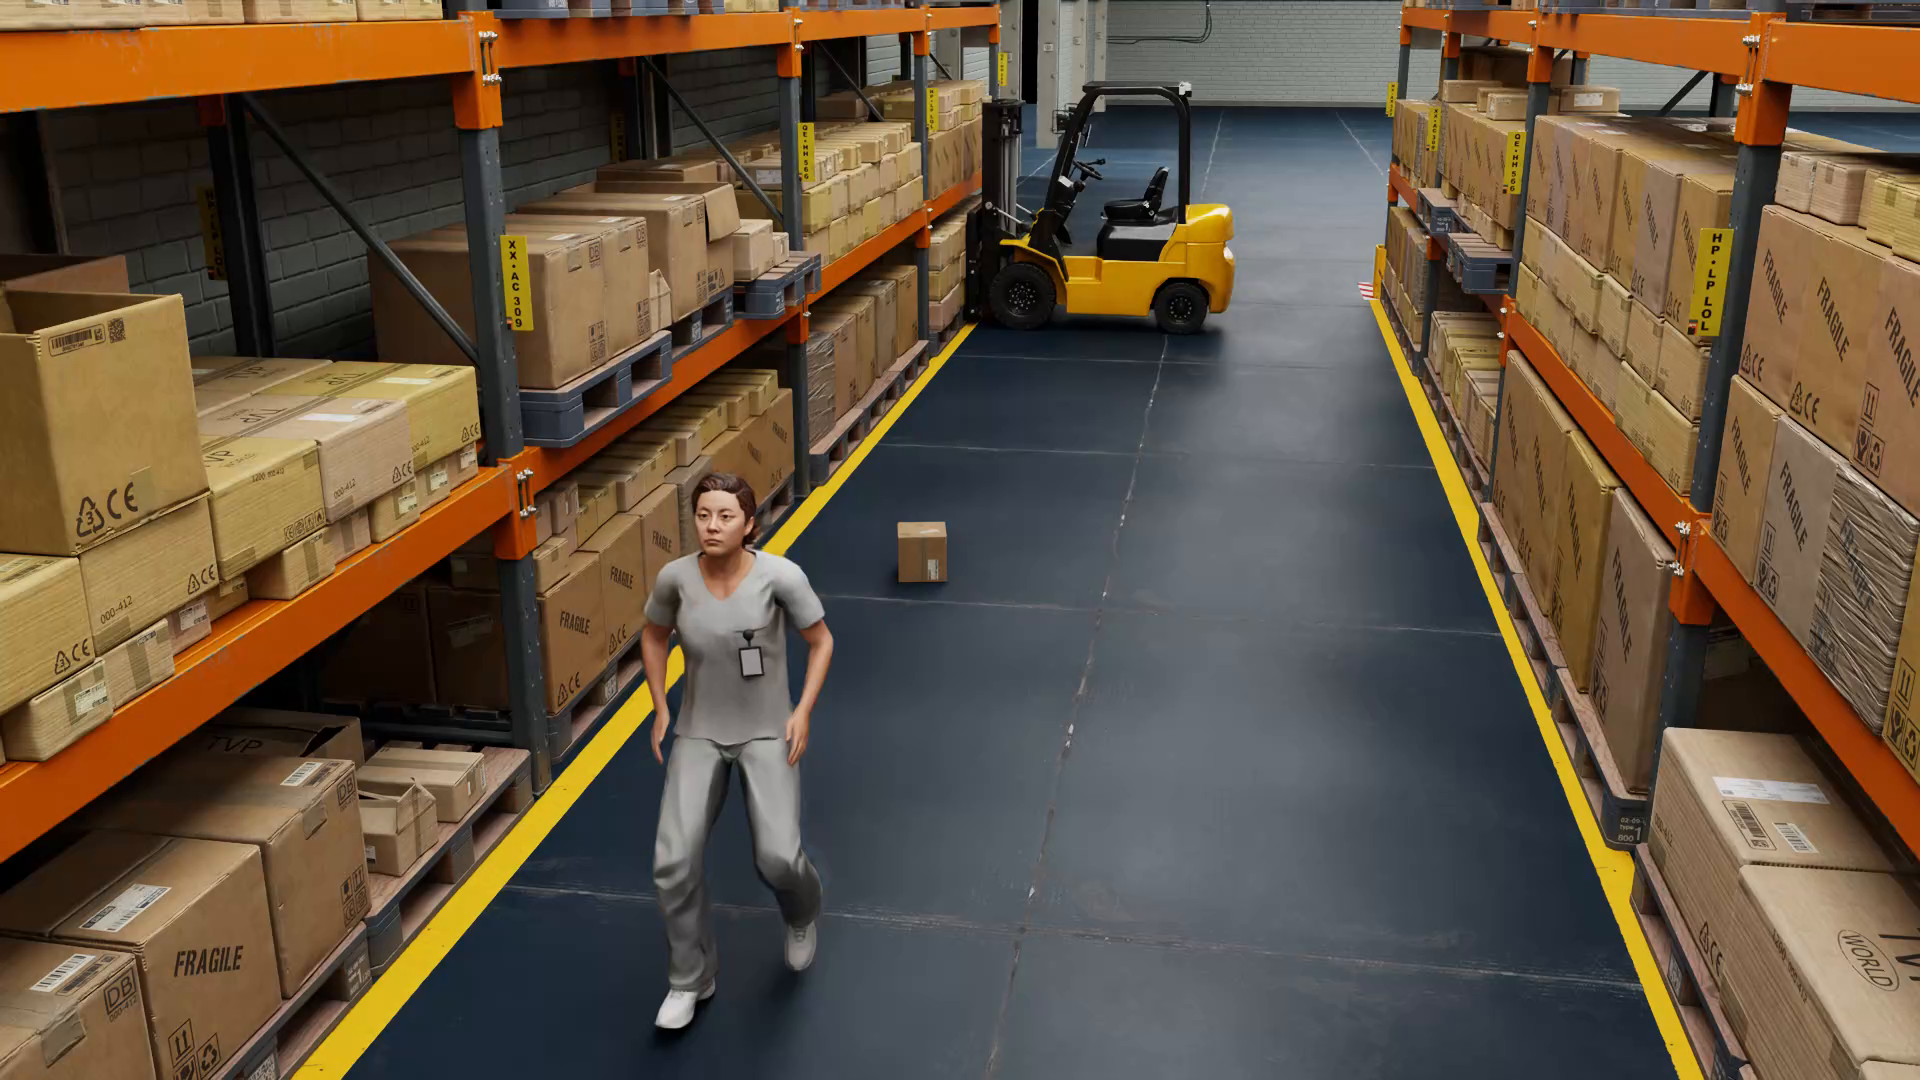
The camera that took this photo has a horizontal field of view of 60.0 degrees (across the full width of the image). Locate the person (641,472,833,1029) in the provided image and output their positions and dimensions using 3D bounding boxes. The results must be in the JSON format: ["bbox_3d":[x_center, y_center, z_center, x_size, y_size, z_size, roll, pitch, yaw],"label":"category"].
[{"bbox_3d":[-0.672,0.599,4.829,0.585,1.562,0.625,0,18,1],"label":"person"}]
